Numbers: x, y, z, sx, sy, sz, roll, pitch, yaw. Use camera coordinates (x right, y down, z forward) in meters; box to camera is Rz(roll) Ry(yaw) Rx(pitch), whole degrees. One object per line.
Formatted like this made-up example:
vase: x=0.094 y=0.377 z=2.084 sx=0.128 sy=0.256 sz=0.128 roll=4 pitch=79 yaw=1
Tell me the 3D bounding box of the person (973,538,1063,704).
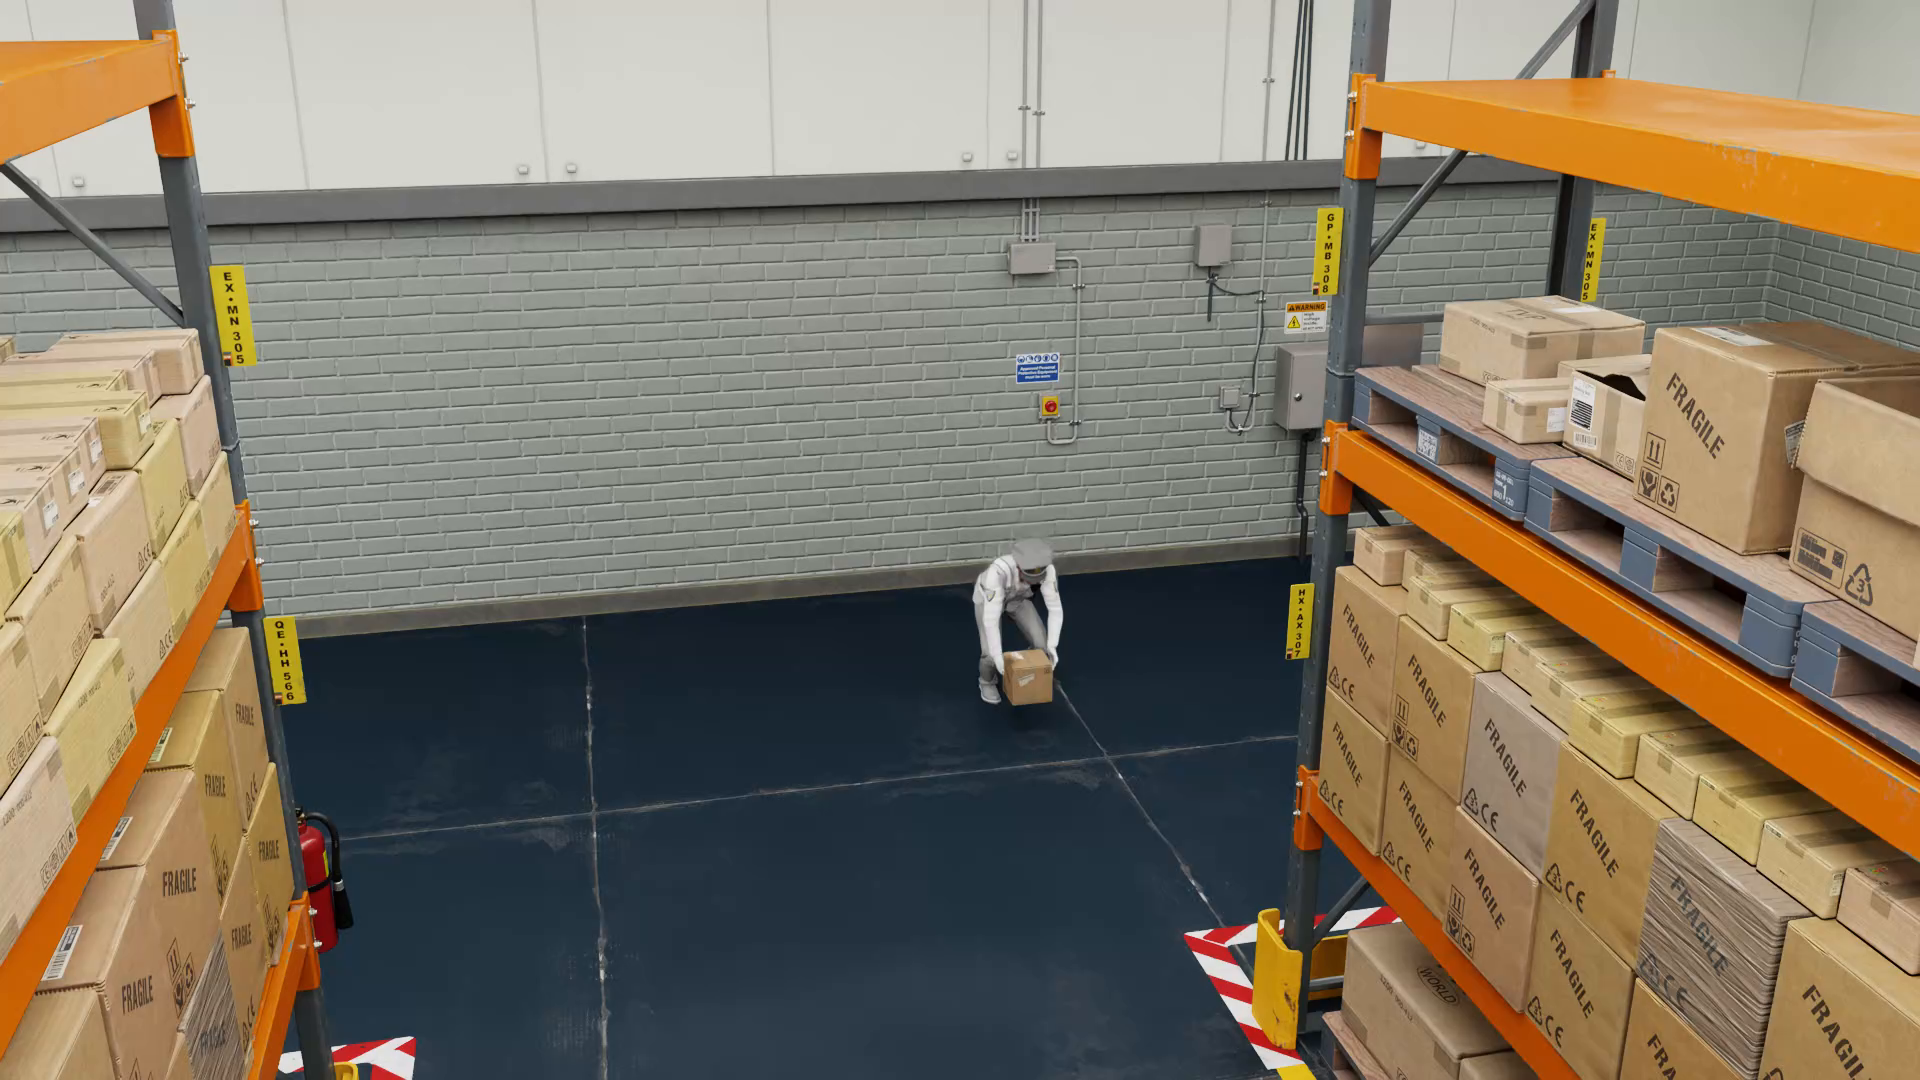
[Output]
person: x=0.365 y=0.481 z=10.481 sx=0.520 sy=1.163 sz=0.789 roll=-5 pitch=20 yaw=-13
